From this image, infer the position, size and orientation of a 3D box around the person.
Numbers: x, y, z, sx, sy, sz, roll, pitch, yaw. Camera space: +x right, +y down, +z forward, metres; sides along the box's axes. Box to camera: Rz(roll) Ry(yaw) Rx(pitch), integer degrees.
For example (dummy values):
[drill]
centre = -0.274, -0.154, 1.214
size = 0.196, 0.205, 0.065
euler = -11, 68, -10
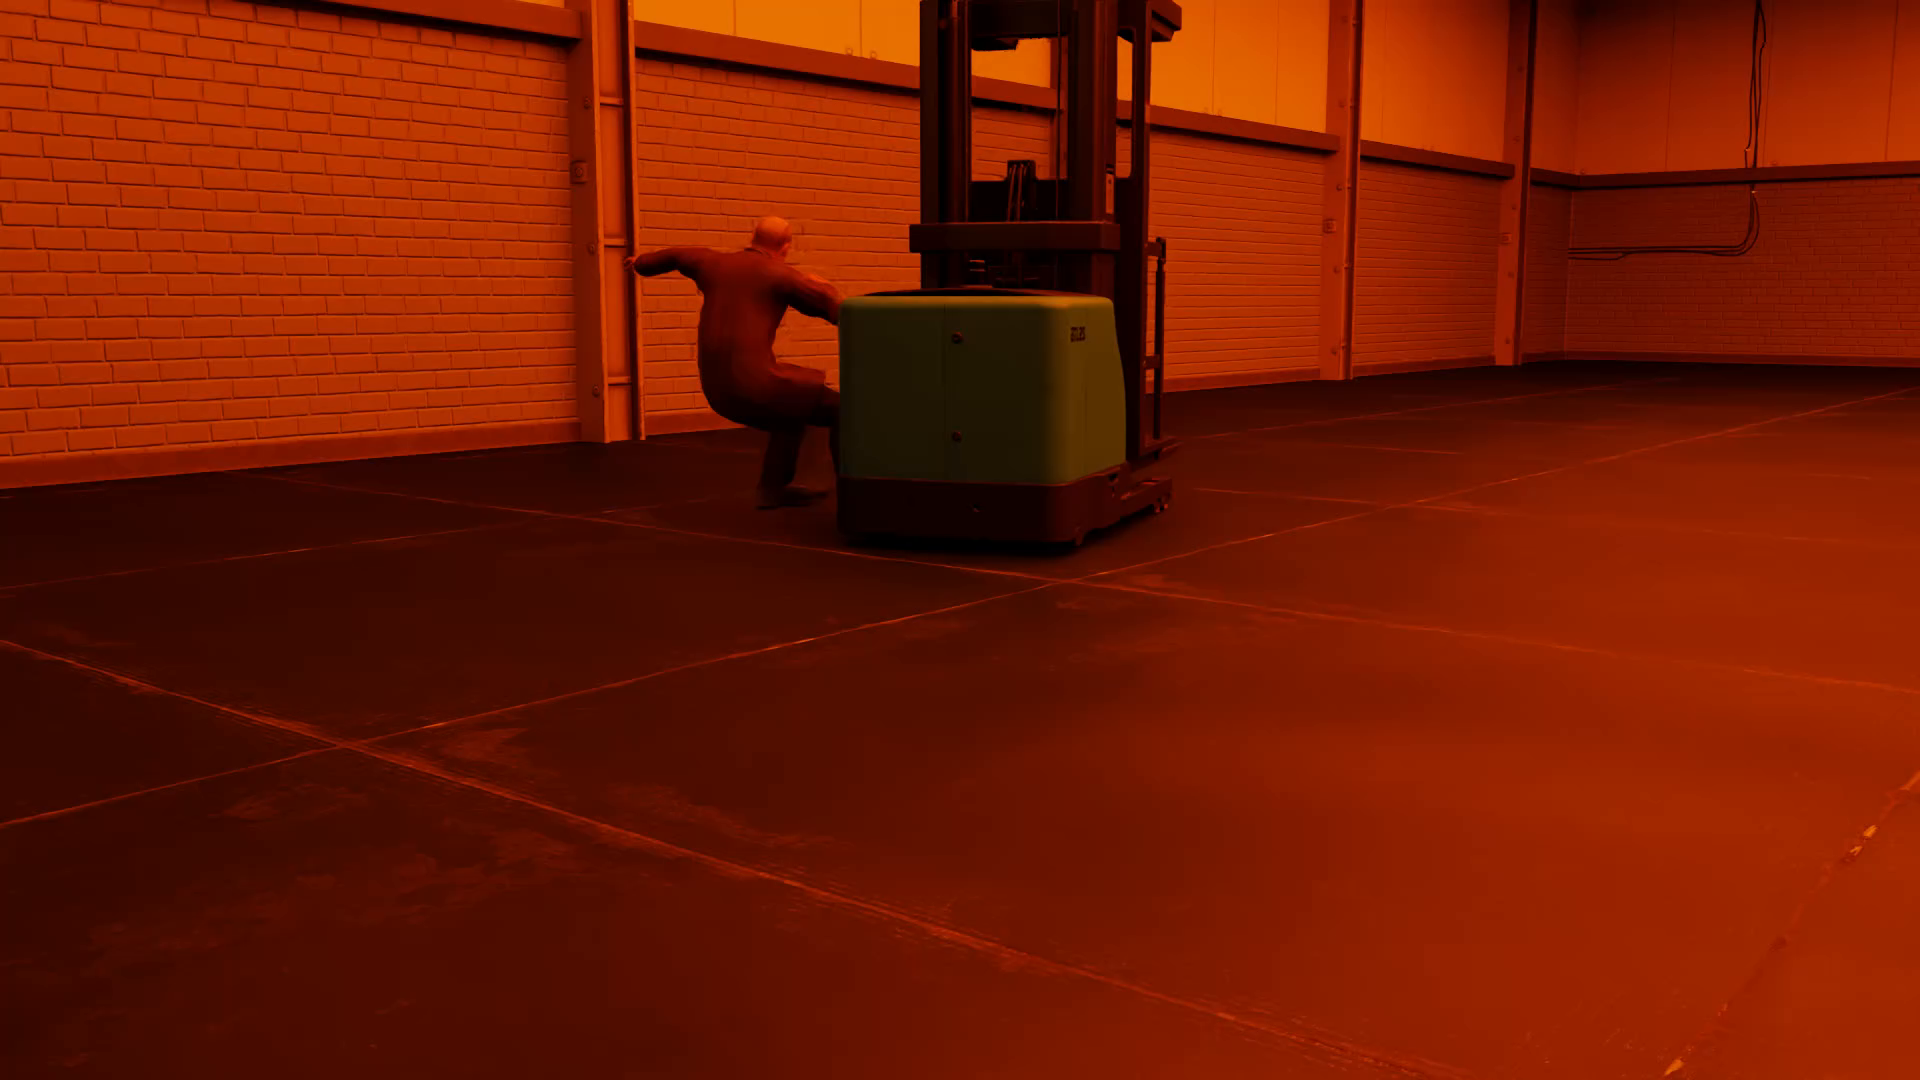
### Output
[person]
centre = -0.958, -0.800, 7.938
size = 1.643, 1.460, 0.785
euler = 6, 10, 33

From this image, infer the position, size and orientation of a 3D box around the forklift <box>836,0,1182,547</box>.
[forklift]
centre = 0.447, -1.595, 8.182
size = 1.130, 2.935, 3.031
euler = 3, 9, 20
